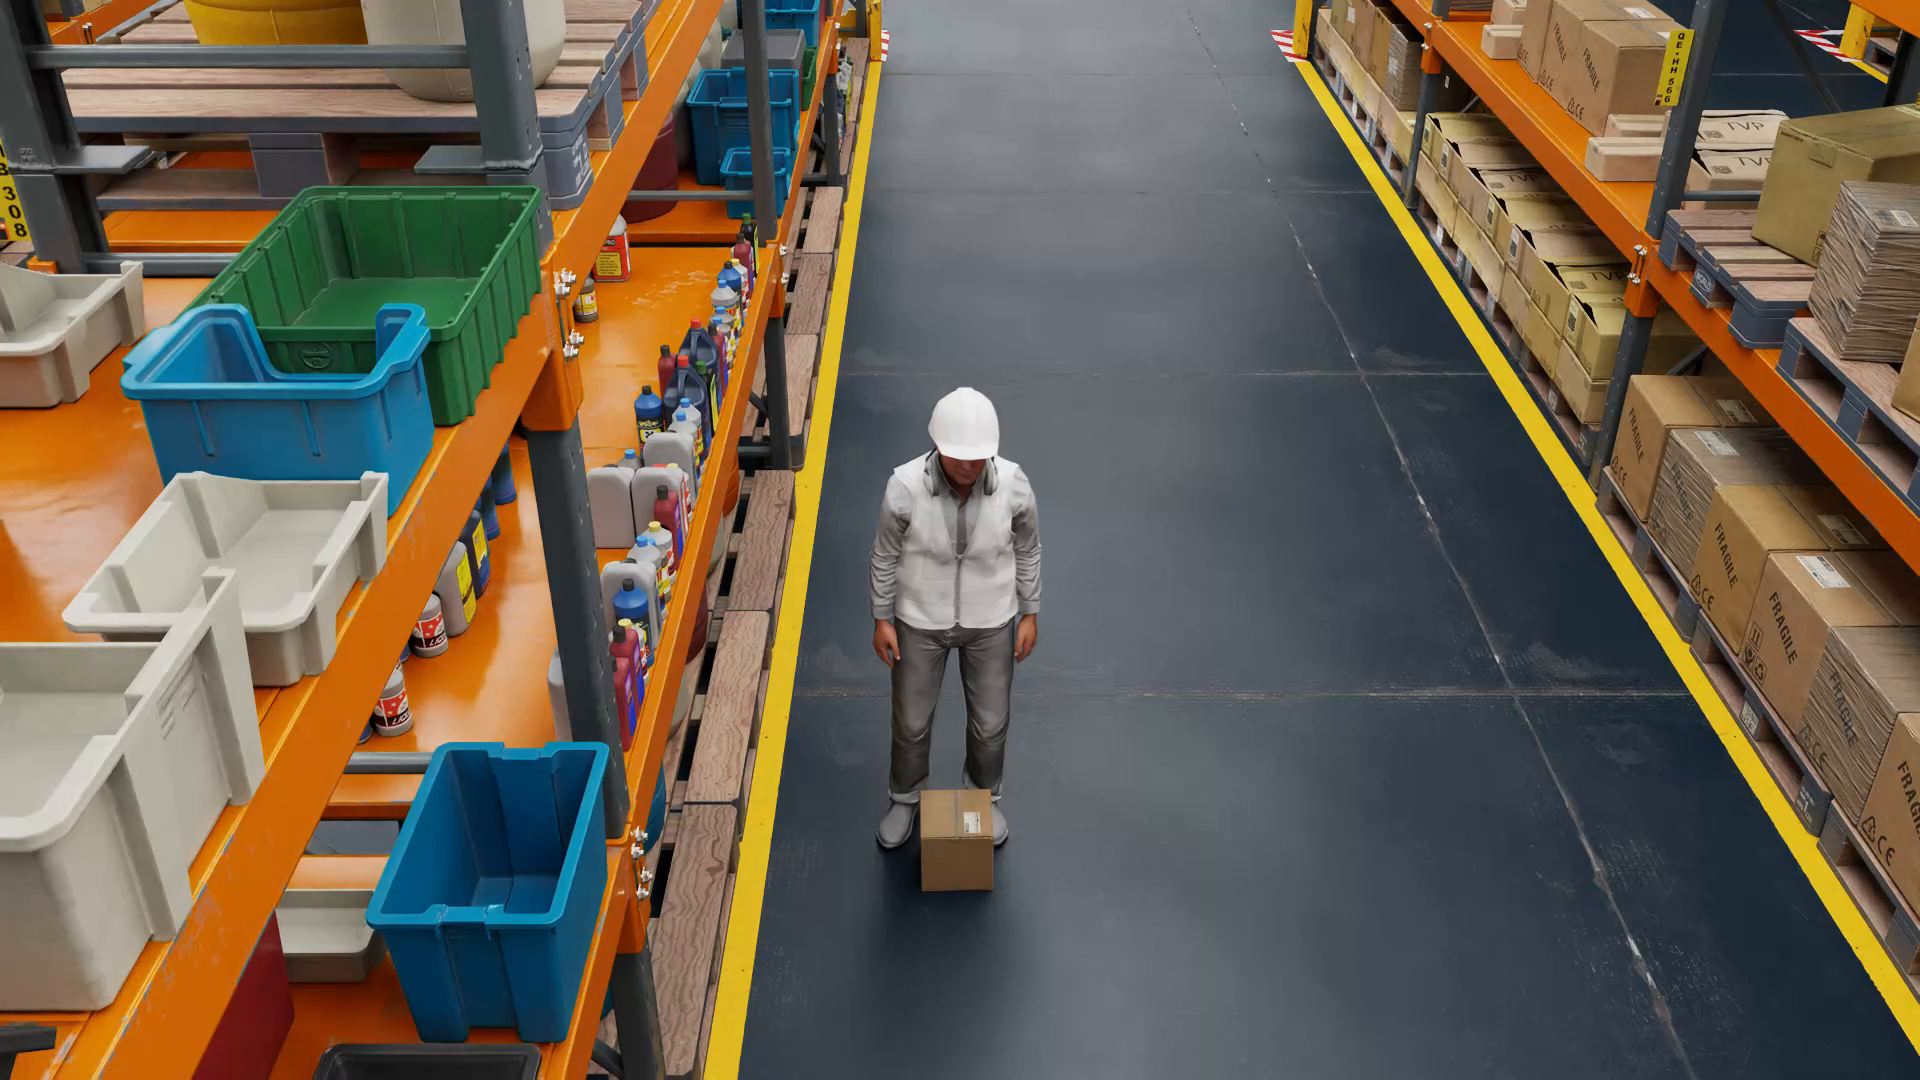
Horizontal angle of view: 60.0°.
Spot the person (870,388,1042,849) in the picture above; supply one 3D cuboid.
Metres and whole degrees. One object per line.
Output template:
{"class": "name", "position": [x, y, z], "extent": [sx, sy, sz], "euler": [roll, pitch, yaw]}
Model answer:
{"class": "person", "position": [-0.015, 0.268, 5.670], "extent": [0.590, 1.770, 0.465], "euler": [-2, 31, -3]}
